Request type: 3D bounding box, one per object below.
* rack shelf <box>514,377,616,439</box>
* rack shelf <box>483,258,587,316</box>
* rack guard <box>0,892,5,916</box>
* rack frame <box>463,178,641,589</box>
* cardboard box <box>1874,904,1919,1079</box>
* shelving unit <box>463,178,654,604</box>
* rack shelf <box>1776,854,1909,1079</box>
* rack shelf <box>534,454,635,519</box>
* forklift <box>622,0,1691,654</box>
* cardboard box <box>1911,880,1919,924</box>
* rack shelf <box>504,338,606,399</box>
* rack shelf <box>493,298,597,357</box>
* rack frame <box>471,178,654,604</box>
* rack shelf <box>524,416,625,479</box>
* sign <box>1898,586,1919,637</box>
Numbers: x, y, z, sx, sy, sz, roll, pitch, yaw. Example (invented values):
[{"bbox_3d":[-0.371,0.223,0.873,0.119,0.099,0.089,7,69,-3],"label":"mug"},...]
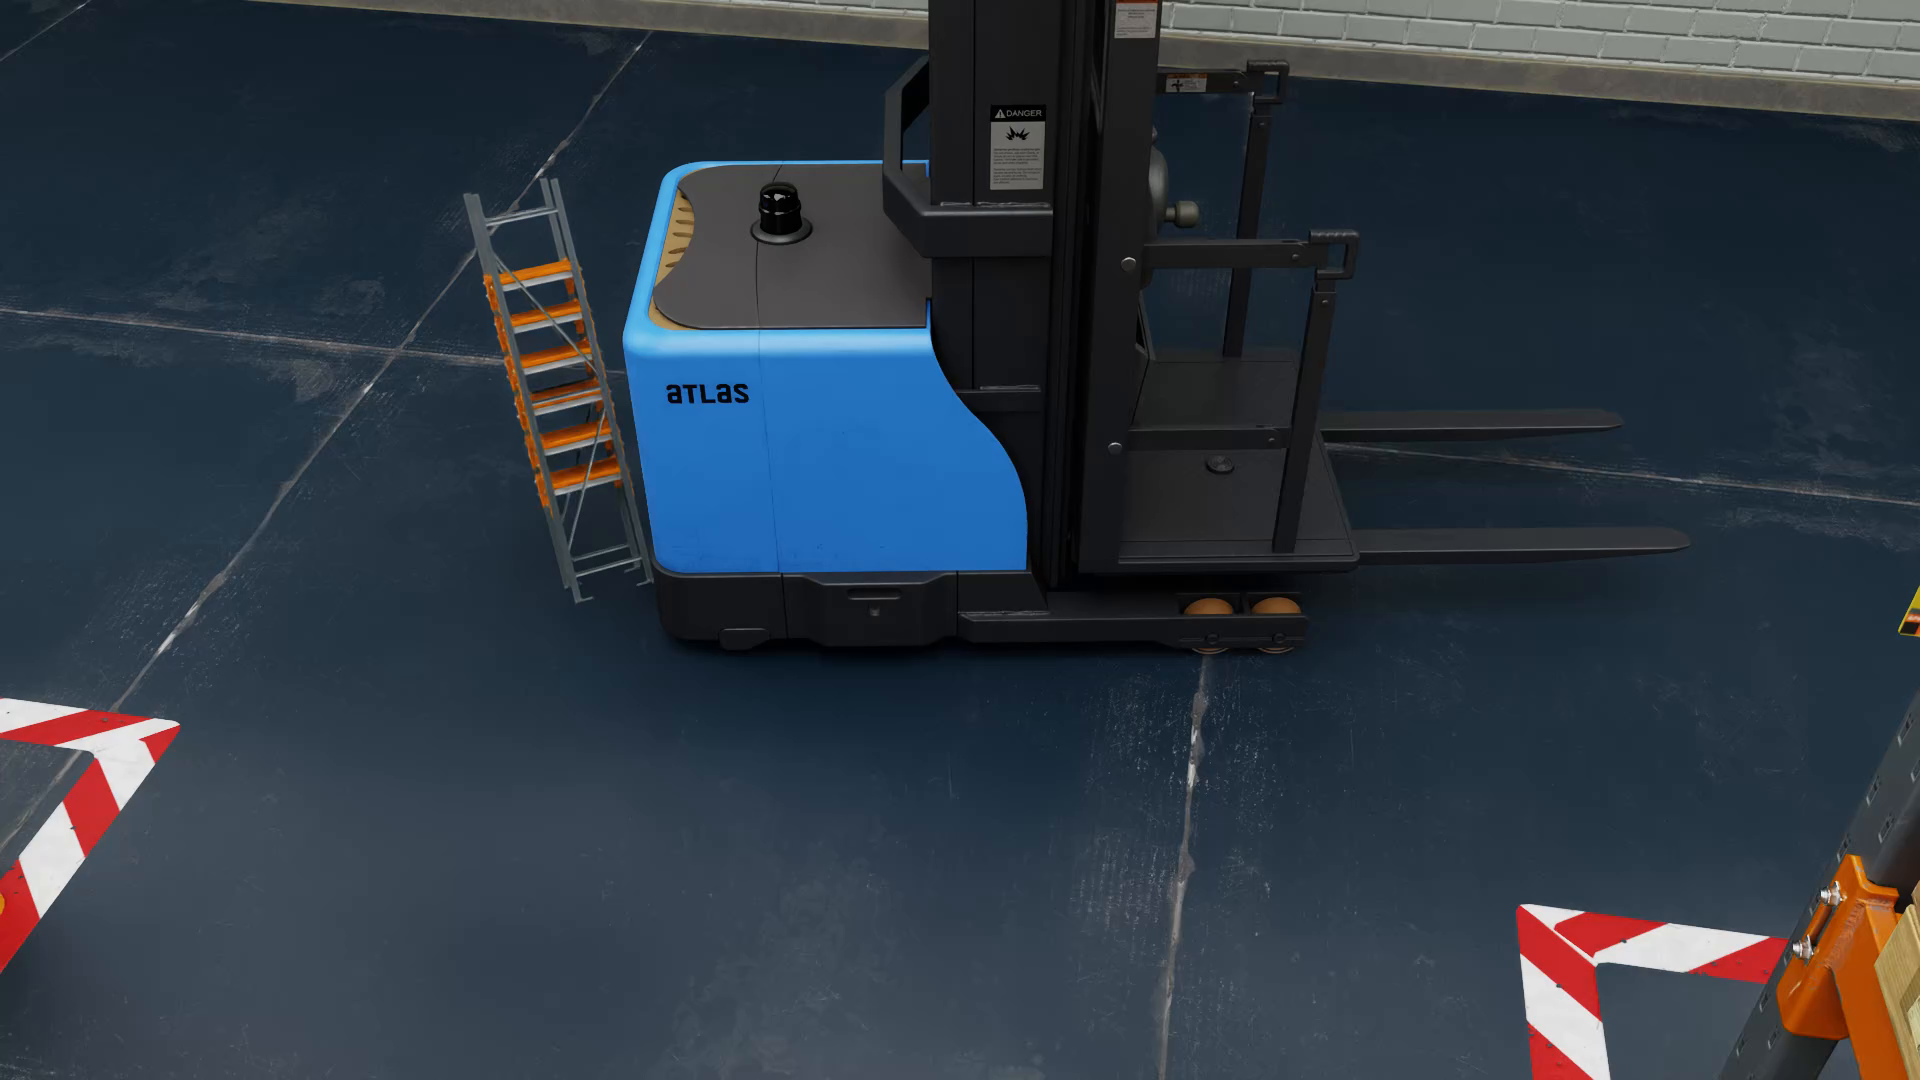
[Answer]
[{"bbox_3d":[-1.155,-0.387,4.860,0.258,0.103,0.180,-16,18,-19],"label":"rack shelf"},{"bbox_3d":[-1.217,-0.726,4.757,0.258,0.103,0.180,-16,18,-19],"label":"rack shelf"},{"bbox_3d":[-2.974,0.741,3.961,1.175,0.500,0.348,6,40,8],"label":"rack guard"},{"bbox_3d":[-1.198,-0.447,4.930,0.240,1.200,0.006,-16,18,-19],"label":"rack frame"},{"bbox_3d":[1.510,0.667,2.286,0.380,0.149,0.250,6,40,7],"label":"cardboard box"},{"bbox_3d":[-1.163,-0.429,4.847,0.258,1.200,0.189,-16,18,-19],"label":"shelving unit"},{"bbox_3d":[1.543,1.935,1.120,1.077,0.370,4.000,6,40,8],"label":"rack shelf"},{"bbox_3d":[-1.114,-0.161,4.928,0.258,0.103,0.180,-16,18,-19],"label":"rack shelf"},{"bbox_3d":[0.629,-1.137,4.325,3.031,2.935,1.130,-1,40,-1],"label":"forklift"},{"bbox_3d":[1.539,0.501,1.978,0.500,0.500,0.500,8,40,10],"label":"cardboard box"},{"bbox_3d":[-1.176,-0.500,4.826,0.258,0.103,0.180,-16,18,-19],"label":"rack shelf"},{"bbox_3d":[-1.197,-0.613,4.792,0.258,0.103,0.180,-16,18,-19],"label":"rack shelf"},{"bbox_3d":[-1.128,-0.410,4.765,0.240,1.200,0.006,-16,18,-19],"label":"rack frame"},{"bbox_3d":[-1.134,-0.274,4.894,0.258,0.103,0.180,-16,18,-19],"label":"rack shelf"},{"bbox_3d":[1.355,0.010,2.205,0.100,0.325,0.005,6,40,8],"label":"sign"}]
